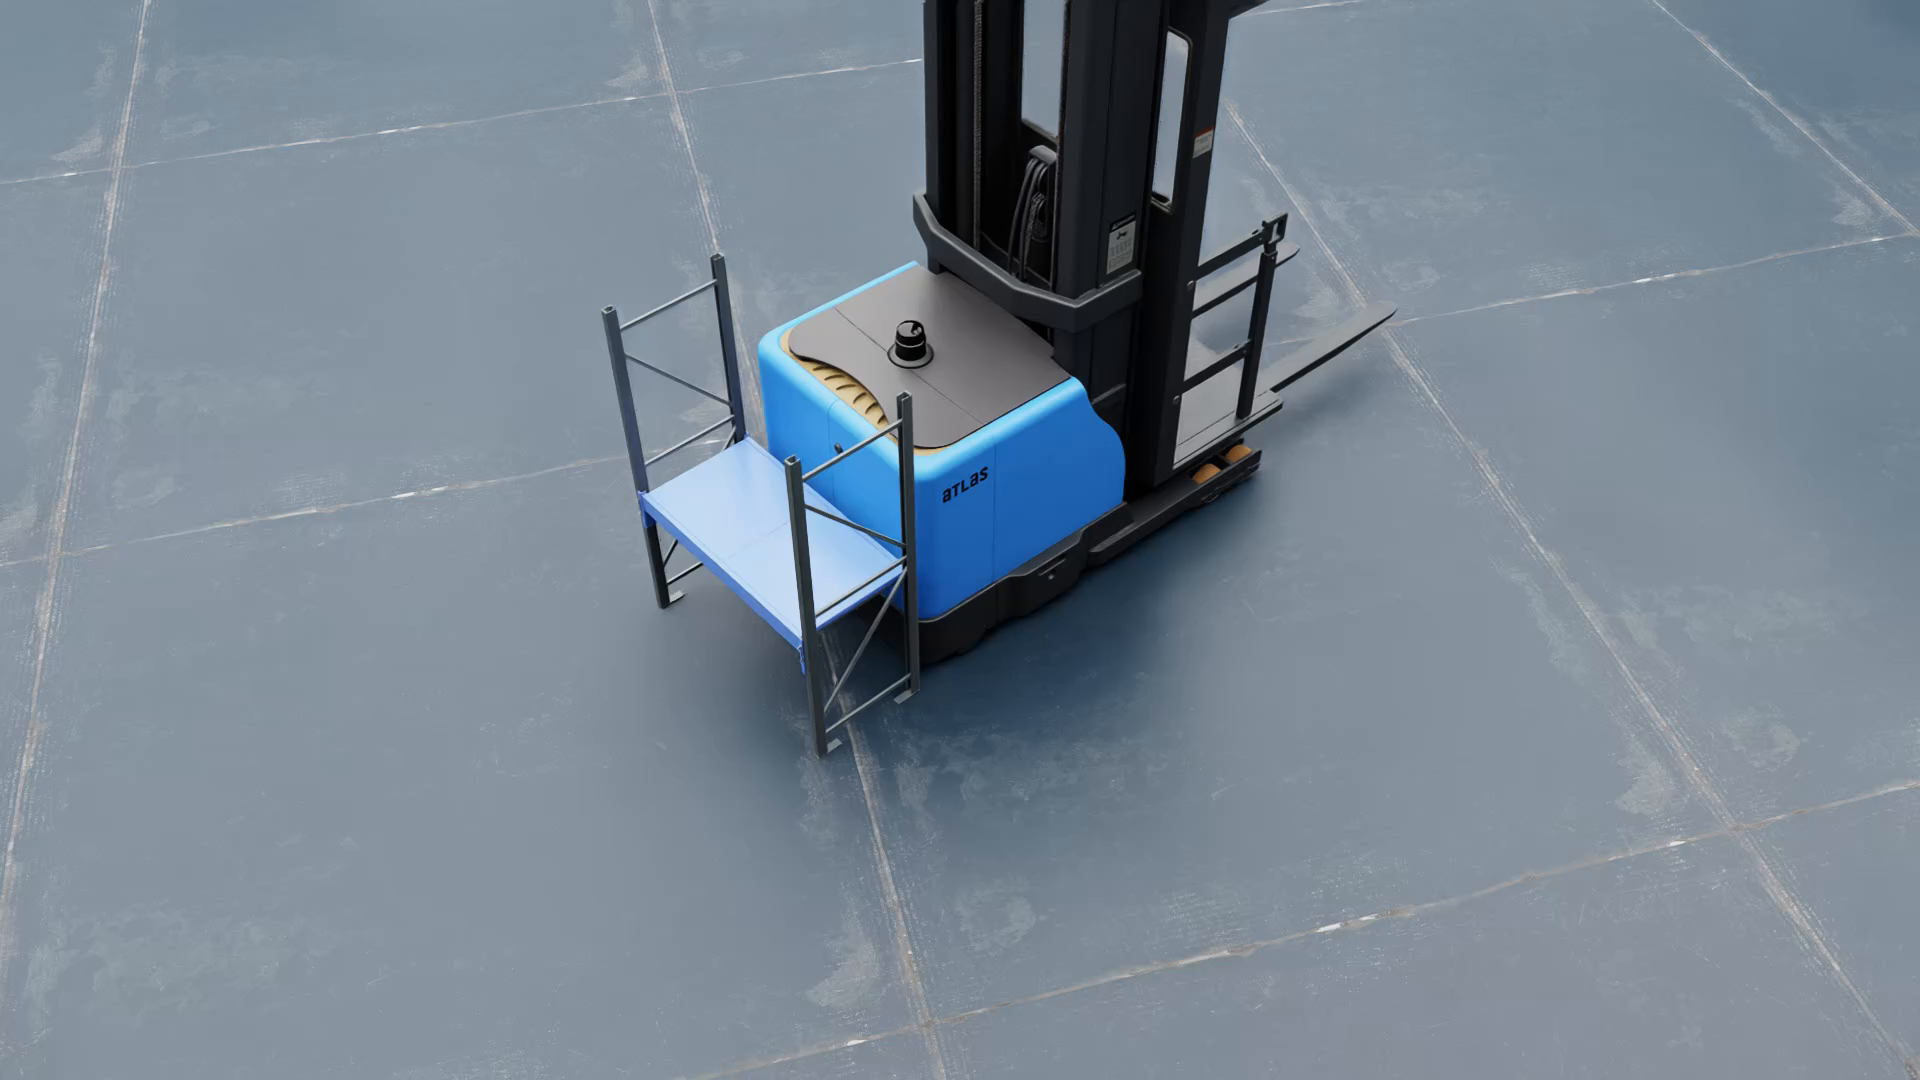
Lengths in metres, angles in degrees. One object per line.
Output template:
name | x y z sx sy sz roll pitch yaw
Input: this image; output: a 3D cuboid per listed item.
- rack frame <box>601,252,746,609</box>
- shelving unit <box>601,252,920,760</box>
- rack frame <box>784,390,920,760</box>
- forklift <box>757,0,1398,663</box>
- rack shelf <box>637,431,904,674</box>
rack frame | -1.030 -0.372 6.315 0.500 1.500 0.032 -33 54 -28
shelving unit | -0.689 -0.102 6.051 0.538 1.500 1.048 -33 54 -28
rack frame | -0.349 0.168 5.786 0.500 1.500 0.032 -33 54 -28
forklift | 0.674 -1.449 6.368 3.031 2.935 1.130 -31 53 -27
rack shelf | -0.689 0.024 6.179 0.538 0.185 1.000 -33 54 -28
